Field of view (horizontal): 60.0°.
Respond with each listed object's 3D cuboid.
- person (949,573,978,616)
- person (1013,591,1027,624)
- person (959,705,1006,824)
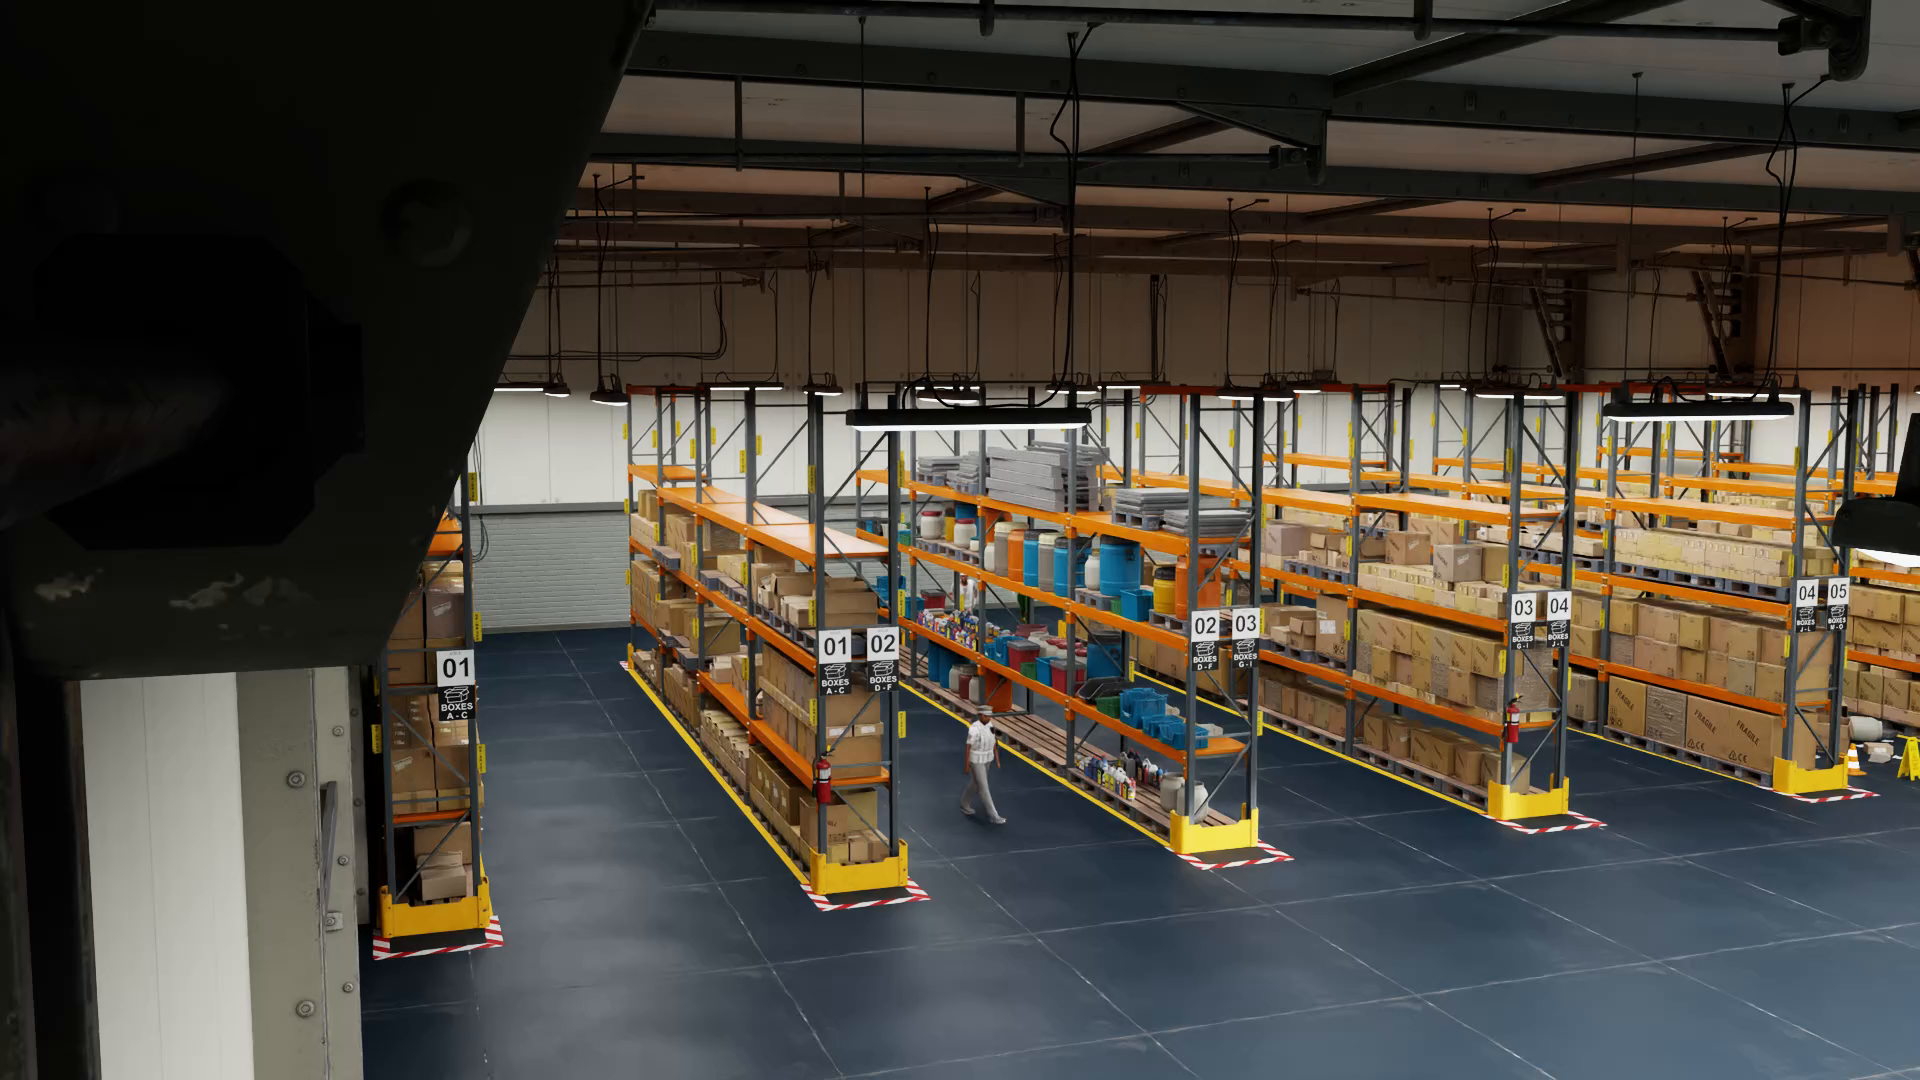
[{"bbox_3d":[0.087,1.515,38.596,0.718,1.684,0.642,-1,6,-12],"label":"person"},{"bbox_3d":[1.597,1.250,40.745,0.563,1.734,1.133,1,6,9],"label":"person"},{"bbox_3d":[0.337,3.104,23.252,1.020,1.612,0.478,5,7,38],"label":"person"}]
